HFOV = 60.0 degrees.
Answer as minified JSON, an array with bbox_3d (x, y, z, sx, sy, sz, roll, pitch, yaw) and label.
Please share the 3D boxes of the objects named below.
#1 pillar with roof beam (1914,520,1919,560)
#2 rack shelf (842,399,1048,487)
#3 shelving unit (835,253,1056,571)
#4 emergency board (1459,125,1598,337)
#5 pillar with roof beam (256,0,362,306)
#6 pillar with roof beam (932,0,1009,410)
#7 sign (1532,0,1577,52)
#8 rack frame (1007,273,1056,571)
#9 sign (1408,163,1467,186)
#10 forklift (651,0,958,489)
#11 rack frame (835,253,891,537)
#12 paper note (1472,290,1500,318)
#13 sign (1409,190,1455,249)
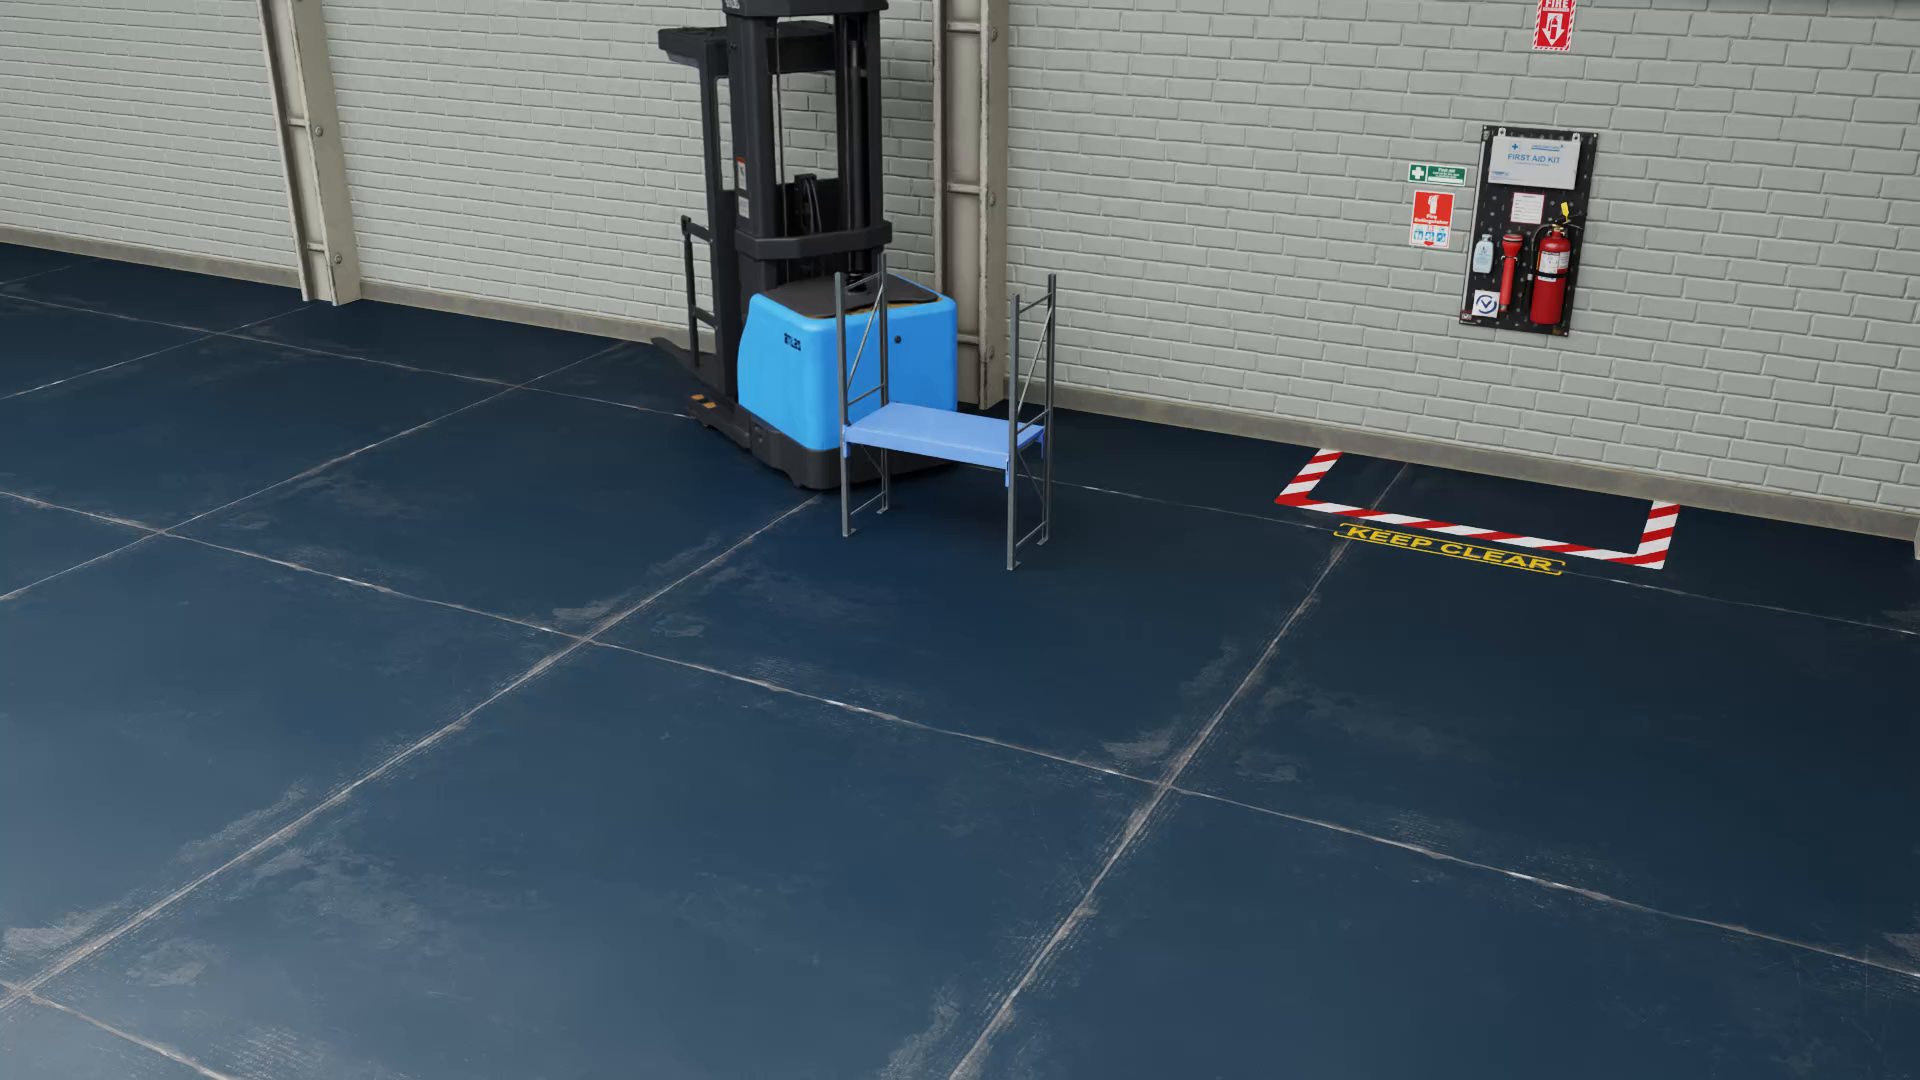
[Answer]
[{"bbox_3d":[3.480,-2.553,3.755,0.400,9.000,9.100,11,25,25],"label":"pillar with roof beam"},{"bbox_3d":[-0.076,-0.540,9.062,1.000,0.185,0.538,11,25,25],"label":"rack shelf"},{"bbox_3d":[-0.076,-0.705,8.992,1.048,1.500,0.538,11,25,25],"label":"shelving unit"},{"bbox_3d":[3.234,-1.746,9.522,0.643,1.169,0.194,11,25,25],"label":"emergency board"},{"bbox_3d":[-7.229,-4.672,8.738,0.400,9.000,9.100,11,25,25],"label":"pillar with roof beam"},{"bbox_3d":[-1.874,-3.613,6.246,0.400,9.000,9.100,11,25,25],"label":"pillar with roof beam"},{"bbox_3d":[3.272,-2.849,9.153,0.199,0.298,0.001,11,25,25],"label":"sign"},{"bbox_3d":[0.378,-0.615,8.781,0.032,1.500,0.500,11,25,25],"label":"rack frame"},{"bbox_3d":[2.788,-2.136,9.716,0.331,0.109,0.001,11,25,25],"label":"sign"},{"bbox_3d":[-1.191,-2.177,10.623,1.130,2.935,3.031,-13,26,-28],"label":"forklift"},{"bbox_3d":[-0.530,-0.795,9.203,0.032,1.500,0.500,11,25,25],"label":"rack frame"},{"bbox_3d":[3.108,-1.396,9.825,0.142,0.148,0.016,11,25,25],"label":"paper note"},{"bbox_3d":[2.787,-1.896,9.829,0.234,0.329,0.001,11,25,25],"label":"sign"}]
